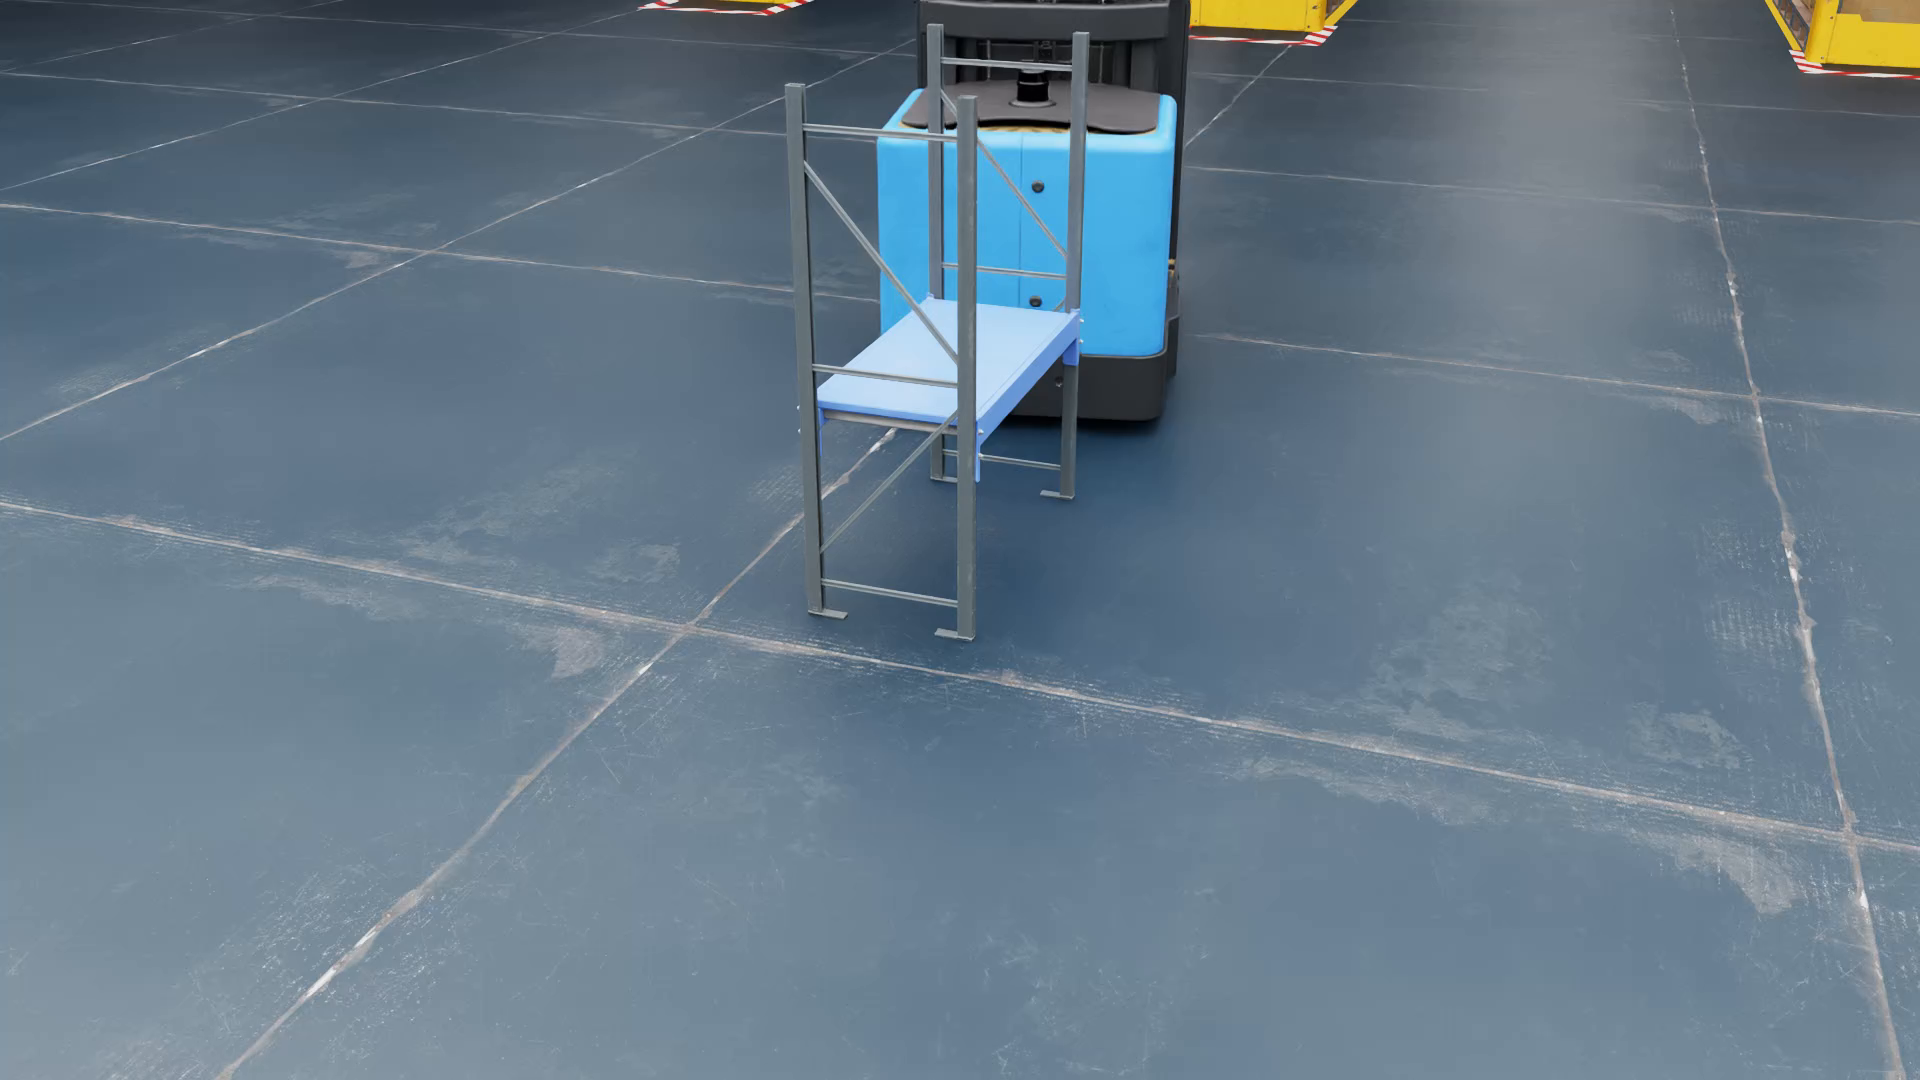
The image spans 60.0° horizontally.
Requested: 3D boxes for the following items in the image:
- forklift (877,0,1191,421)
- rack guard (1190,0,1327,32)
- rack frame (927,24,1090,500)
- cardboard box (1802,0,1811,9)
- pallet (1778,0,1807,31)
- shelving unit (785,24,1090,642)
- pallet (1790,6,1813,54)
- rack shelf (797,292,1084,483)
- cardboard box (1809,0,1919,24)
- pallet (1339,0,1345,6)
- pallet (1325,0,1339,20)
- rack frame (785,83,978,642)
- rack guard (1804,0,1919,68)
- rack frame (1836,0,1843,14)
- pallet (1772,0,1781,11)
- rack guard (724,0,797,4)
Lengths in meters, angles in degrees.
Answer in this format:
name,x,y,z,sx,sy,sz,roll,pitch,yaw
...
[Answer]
name,x,y,z,sx,sy,sz,roll,pitch,yaw
forklift,0.403,-2.360,6.761,1.130,2.935,3.031,3,26,7
rack guard,2.577,-4.719,14.423,1.175,0.500,0.348,9,27,17
rack frame,0.141,-0.849,5.282,0.500,1.500,0.032,9,27,17
cardboard box,7.650,-4.935,13.956,0.875,0.875,0.875,8,27,17
pallet,7.795,-4.636,14.584,1.003,0.211,1.213,9,27,17
shelving unit,-0.028,-0.640,4.851,0.538,1.500,1.048,9,27,17
pallet,7.388,-4.137,13.552,1.003,0.211,1.213,9,27,17
rack shelf,-0.028,-0.478,4.929,0.538,0.185,1.000,9,27,17
cardboard box,7.359,-4.573,13.209,0.875,0.875,0.875,9,27,18
pallet,3.288,-5.417,16.196,1.003,0.211,1.213,9,27,17
pallet,2.881,-4.918,15.164,1.003,0.211,1.213,9,27,17
rack frame,-0.198,-0.431,4.419,0.500,1.500,0.032,9,27,17
rack guard,7.187,-3.917,12.766,1.175,0.500,0.348,9,27,17
rack frame,7.195,-5.052,12.242,1.000,3.000,0.127,9,27,17
pallet,8.200,-5.139,15.623,1.003,0.211,1.213,9,27,17
rack guard,-2.138,-5.444,15.920,1.175,0.500,0.348,9,27,17
